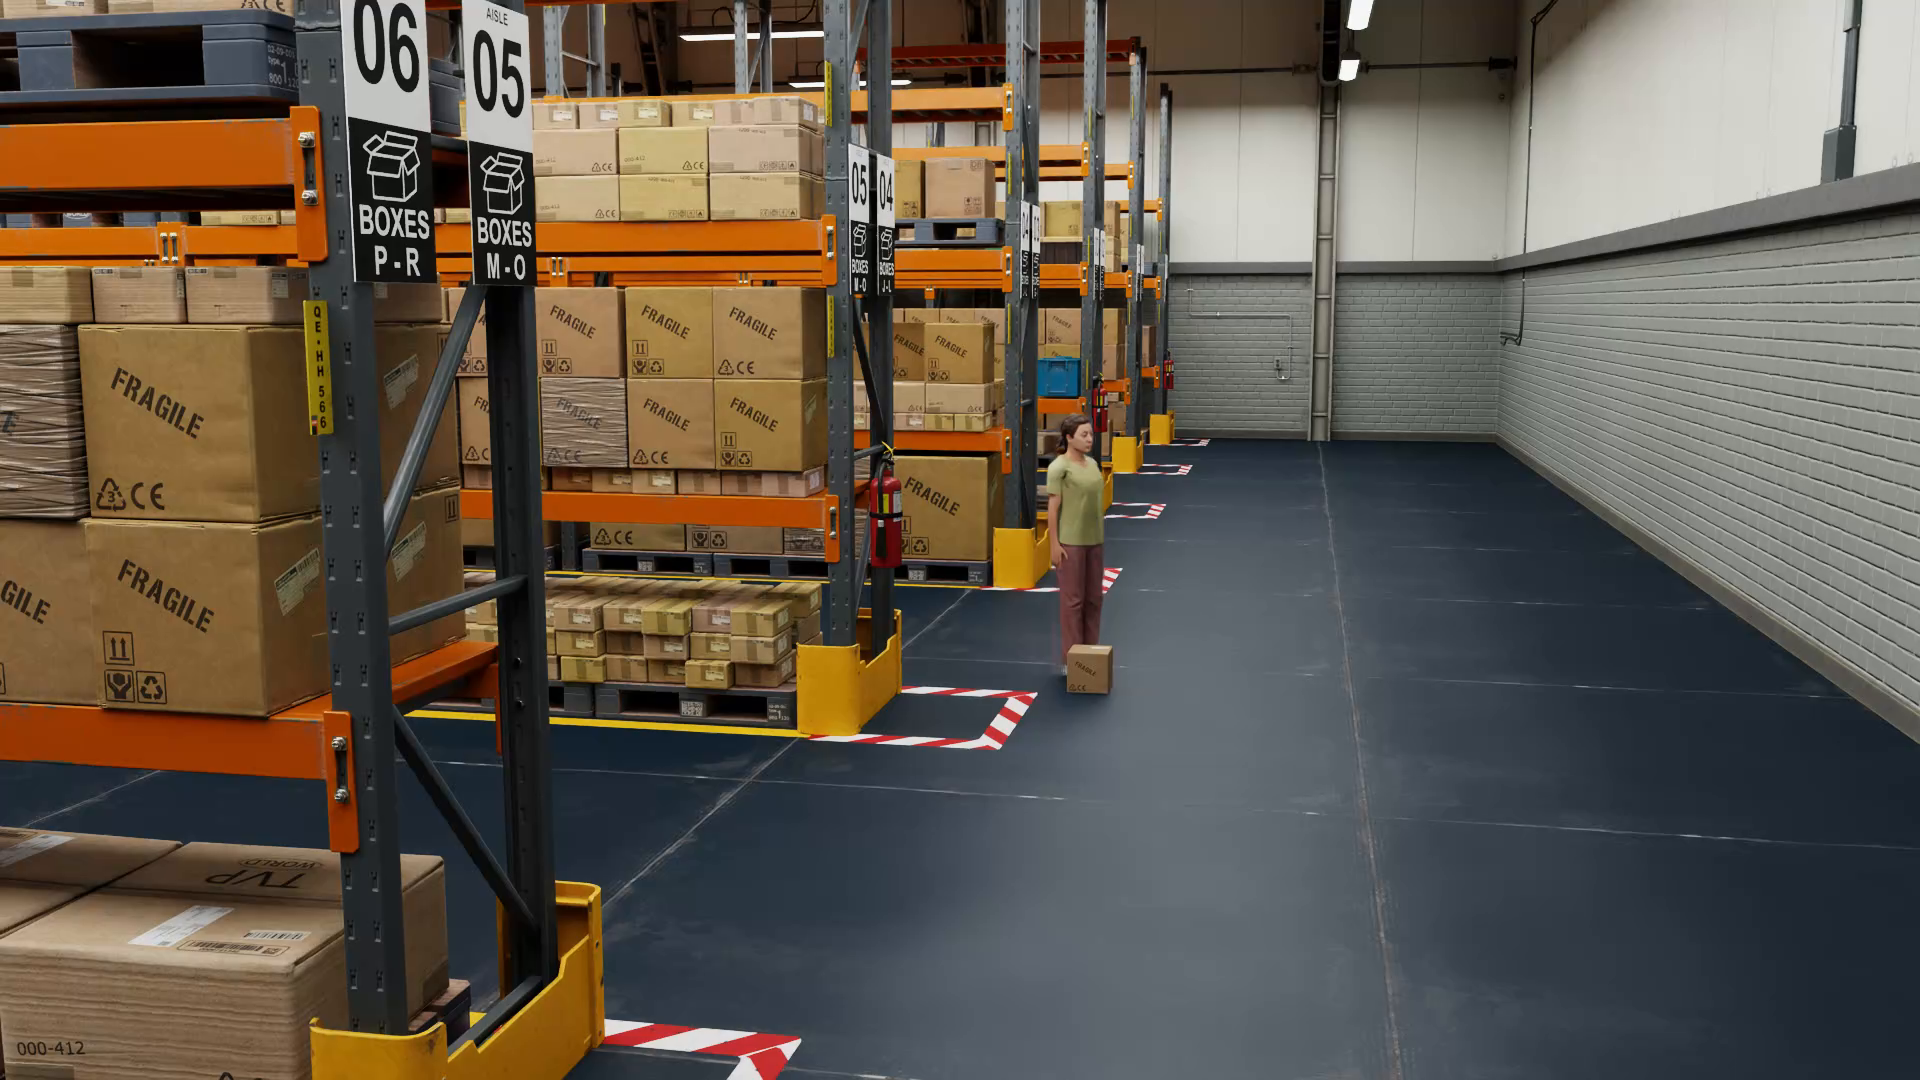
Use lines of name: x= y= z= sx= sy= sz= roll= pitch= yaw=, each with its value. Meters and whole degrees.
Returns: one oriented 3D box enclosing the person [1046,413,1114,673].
person: x=0.772 y=0.032 z=10.544 sx=0.473 sy=1.675 sz=0.424 roll=-7 pitch=10 yaw=-39
